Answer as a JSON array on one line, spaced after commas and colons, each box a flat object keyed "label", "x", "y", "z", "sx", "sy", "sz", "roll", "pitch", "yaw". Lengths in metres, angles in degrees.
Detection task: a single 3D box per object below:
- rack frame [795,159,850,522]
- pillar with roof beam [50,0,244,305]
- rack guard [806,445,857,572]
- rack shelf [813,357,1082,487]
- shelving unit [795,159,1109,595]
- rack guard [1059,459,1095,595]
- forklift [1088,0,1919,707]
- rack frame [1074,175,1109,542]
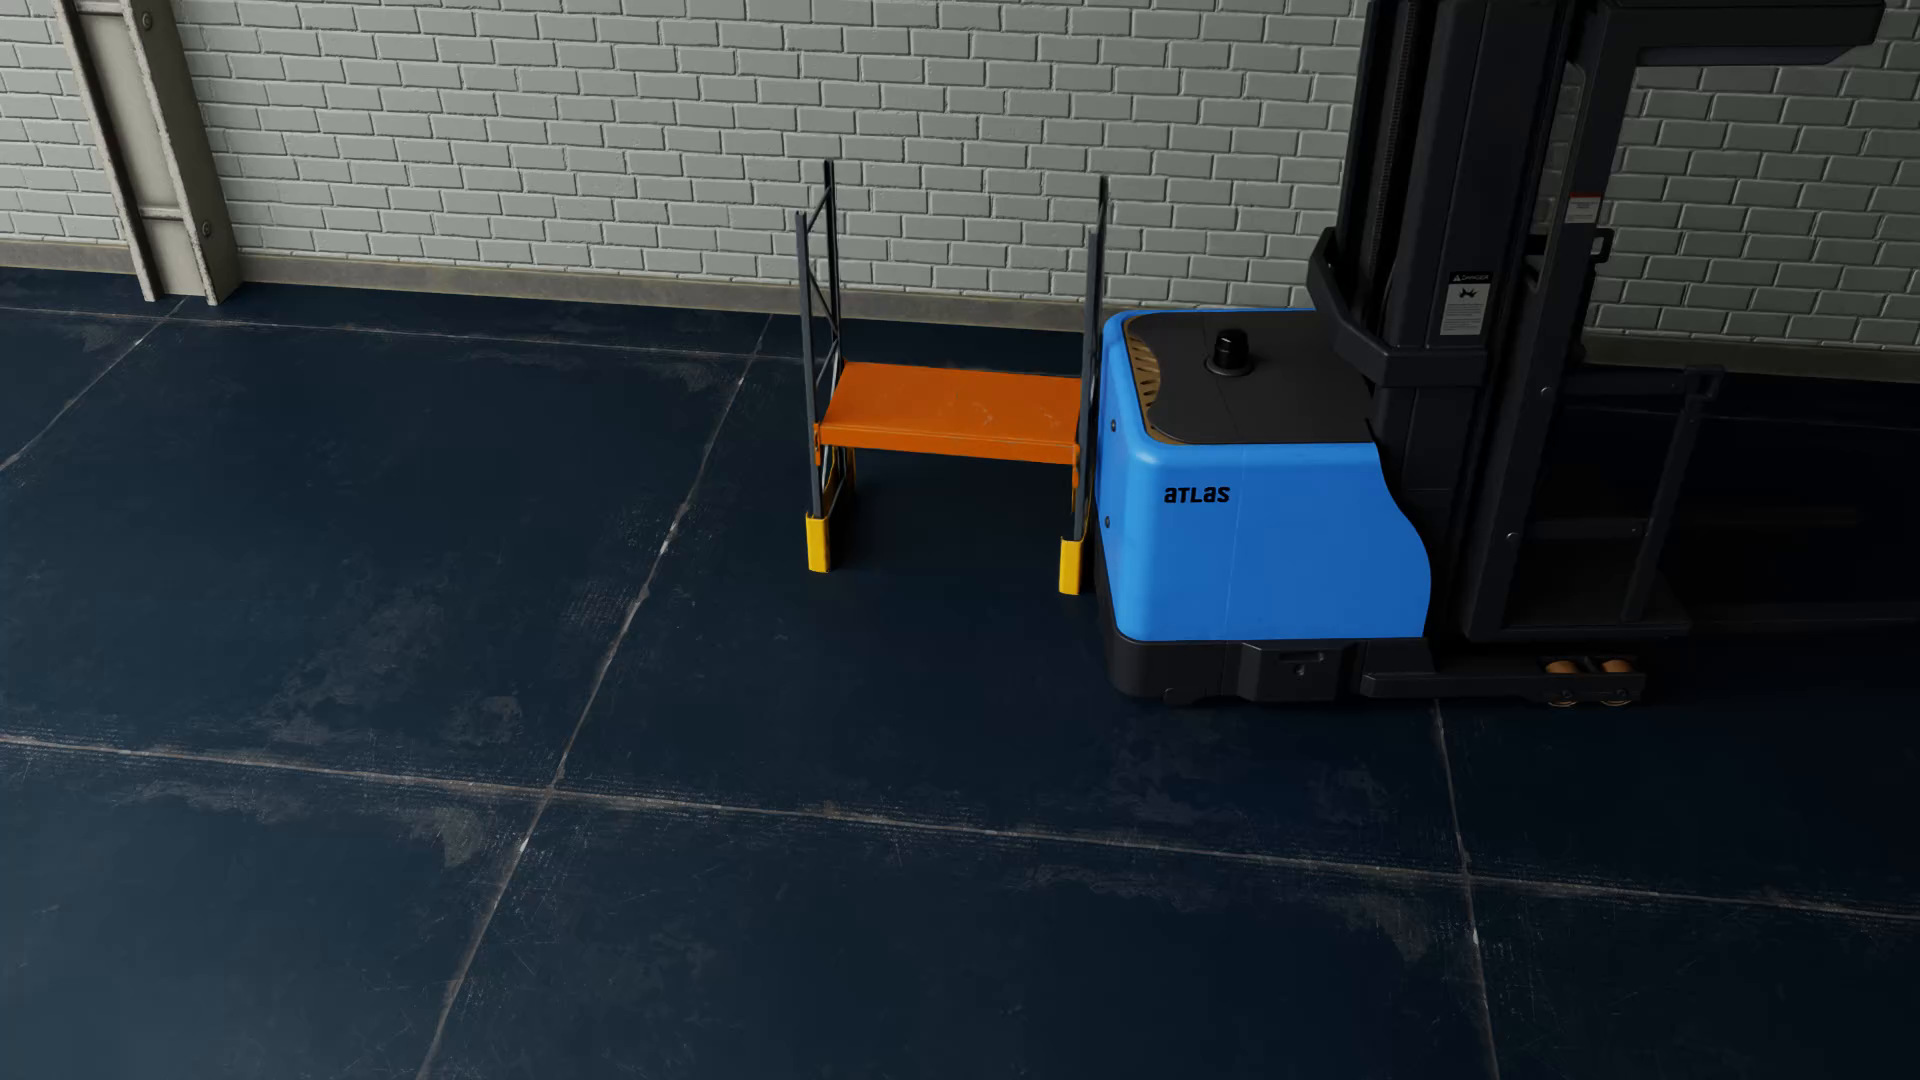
[{"label": "rack frame", "x": -0.519, "y": -0.653, "z": 6.374, "sx": 0.032, "sy": 1.500, "sz": 0.500, "roll": 5, "pitch": 36, "yaw": 7}, {"label": "pillar with roof beam", "x": -4.479, "y": -2.473, "z": 2.468, "sx": 0.400, "sy": 9.000, "sz": 9.100, "roll": 4, "pitch": 36, "yaw": 6}, {"label": "rack guard", "x": -0.517, "y": -0.144, "z": 6.737, "sx": 0.087, "sy": 0.250, "sz": 0.587, "roll": 5, "pitch": 36, "yaw": 7}, {"label": "rack shelf", "x": -0.016, "y": -0.463, "z": 6.417, "sx": 1.000, "sy": 0.185, "sz": 0.538, "roll": 5, "pitch": 36, "yaw": 7}, {"label": "shelving unit", "x": -0.025, "y": -0.610, "z": 6.314, "sx": 1.083, "sy": 1.500, "sz": 0.587, "roll": 5, "pitch": 36, "yaw": 7}, {"label": "rack guard", "x": 0.468, "y": -0.058, "z": 6.617, "sx": 0.087, "sy": 0.250, "sz": 0.587, "roll": 5, "pitch": 36, "yaw": 7}, {"label": "forklift", "x": 2.036, "y": -0.908, "z": 5.499, "sx": 3.031, "sy": 2.935, "sz": 1.130, "roll": -1, "pitch": 36, "yaw": -1}, {"label": "rack frame", "x": 0.487, "y": -0.565, "z": 6.251, "sx": 0.032, "sy": 1.500, "sz": 0.500, "roll": 5, "pitch": 36, "yaw": 7}]
